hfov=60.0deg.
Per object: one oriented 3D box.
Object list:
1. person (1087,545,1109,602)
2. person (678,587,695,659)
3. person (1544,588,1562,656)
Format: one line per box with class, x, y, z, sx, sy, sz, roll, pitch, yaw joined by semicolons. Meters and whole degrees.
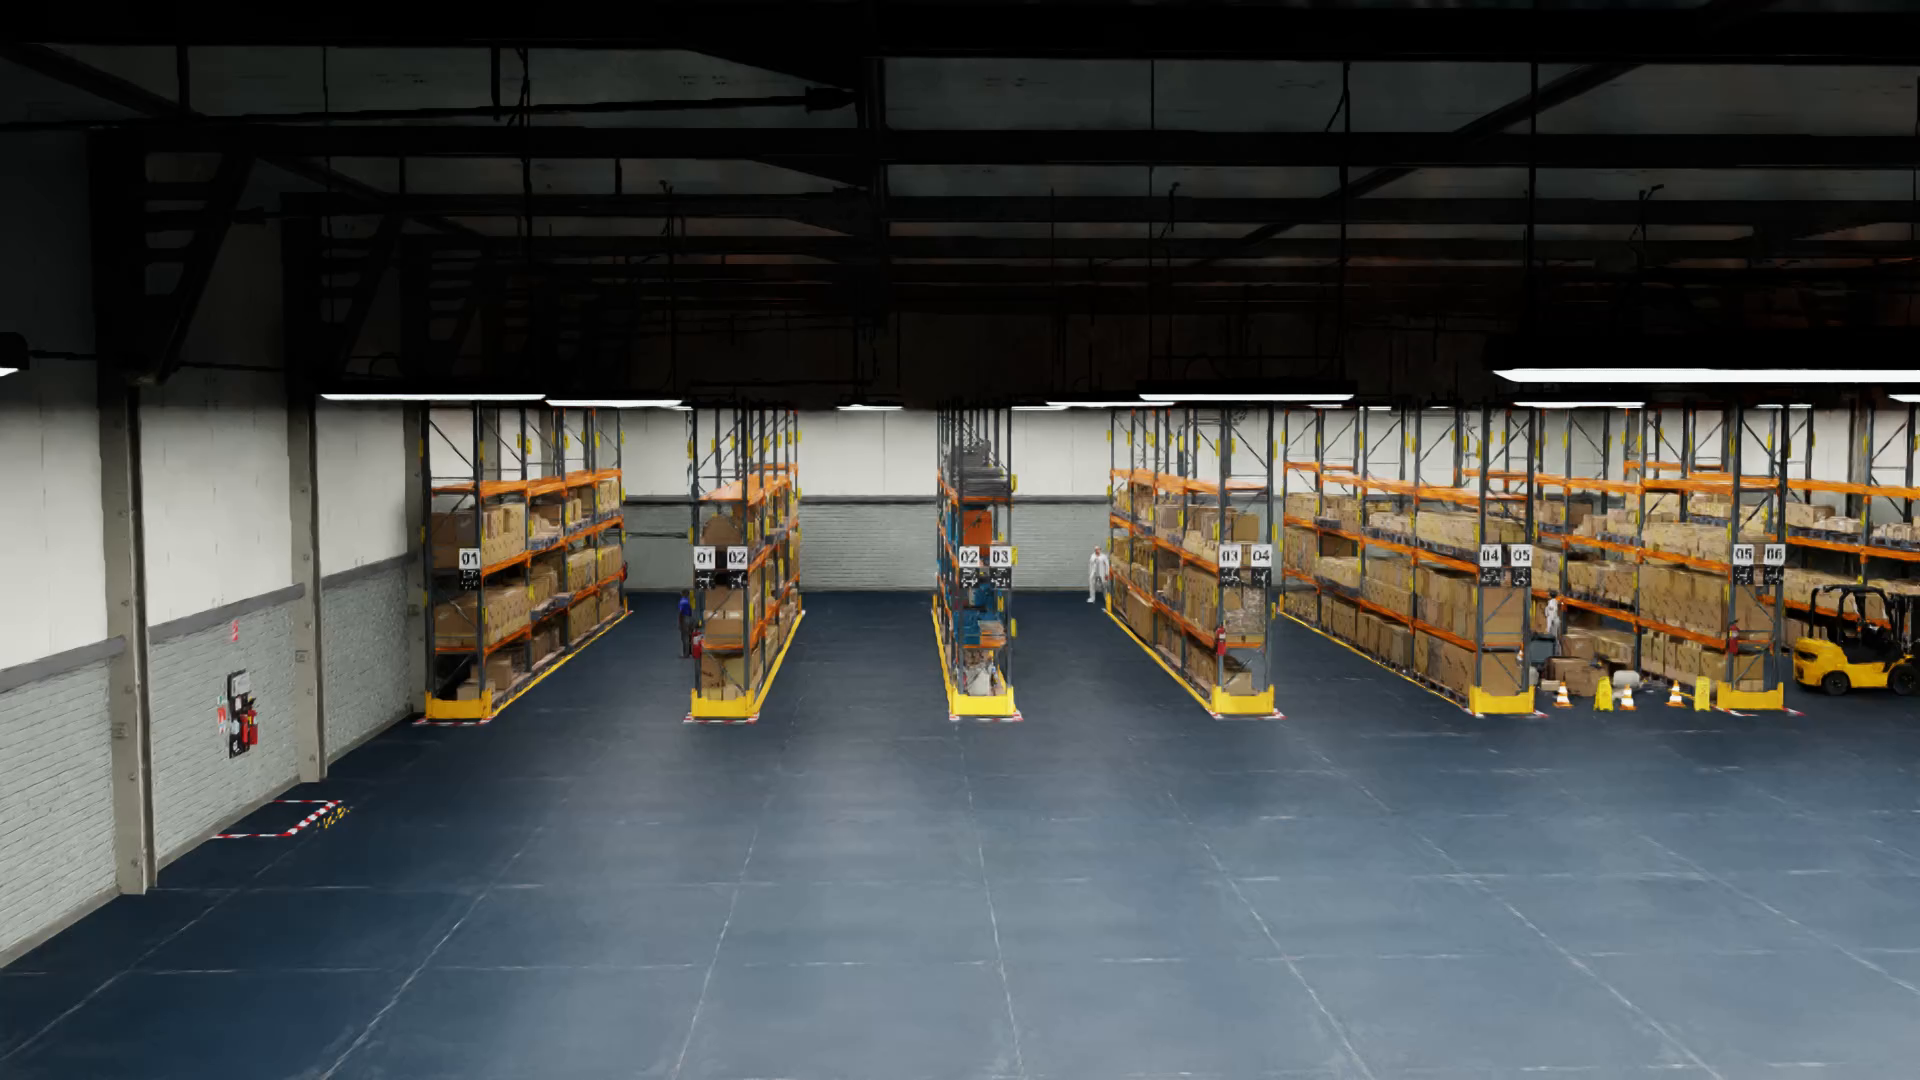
person;4.177;1.061;49.986;0.635;1.612;1.045;1;5;18
person;-6.383;1.912;38.517;0.464;1.662;0.498;2;5;28
person;13.531;1.936;38.059;0.540;1.667;0.561;2;5;23
